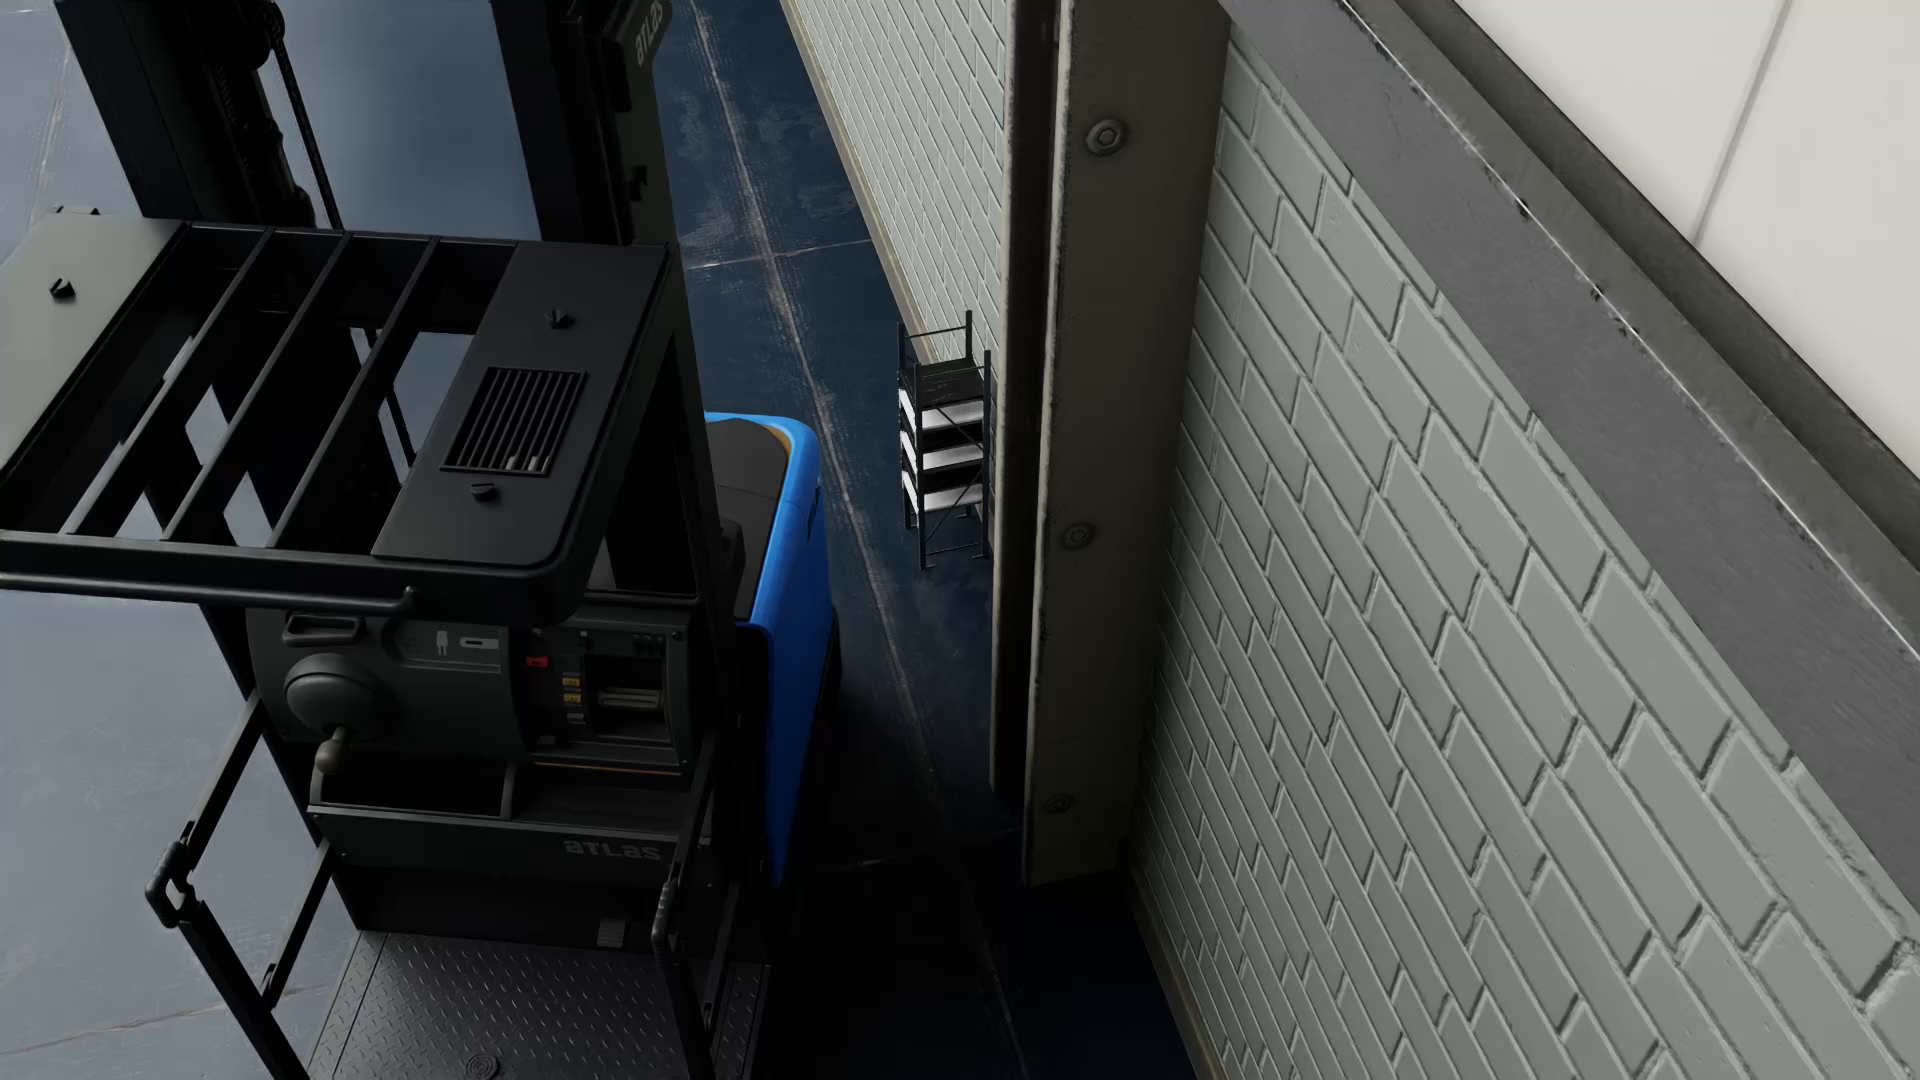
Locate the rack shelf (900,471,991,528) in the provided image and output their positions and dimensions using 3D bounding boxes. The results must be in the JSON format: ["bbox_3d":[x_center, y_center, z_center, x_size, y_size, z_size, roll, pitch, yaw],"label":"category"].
[{"bbox_3d":[-0.049,-0.160,5.576,0.258,0.077,0.200,-12,47,-11],"label":"rack shelf"}]

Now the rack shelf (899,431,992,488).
[{"bbox_3d":[-0.049,-0.286,5.447,0.258,0.077,0.200,-12,47,-11],"label":"rack shelf"}]

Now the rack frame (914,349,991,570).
[{"bbox_3d":[-0.021,-0.240,5.355,0.240,0.900,0.006,-12,47,-11],"label":"rack frame"}]

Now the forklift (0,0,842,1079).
[{"bbox_3d":[-1.031,0.405,3.301,1.130,2.935,3.031,4,46,4],"label":"forklift"}]

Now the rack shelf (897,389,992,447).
[{"bbox_3d":[-0.050,-0.412,5.318,0.258,0.077,0.200,-12,47,-11],"label":"rack shelf"}]

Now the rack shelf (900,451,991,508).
[{"bbox_3d":[-0.049,-0.223,5.511,0.258,0.077,0.200,-12,47,-11],"label":"rack shelf"}]

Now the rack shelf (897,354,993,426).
[{"bbox_3d":[-0.050,-0.475,5.254,0.258,0.077,0.200,-12,47,-11],"label":"rack shelf"}]

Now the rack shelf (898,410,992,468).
[{"bbox_3d":[-0.049,-0.349,5.383,0.258,0.077,0.200,-12,47,-11],"label":"rack shelf"}]

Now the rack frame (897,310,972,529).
[{"bbox_3d":[-0.077,-0.380,5.492,0.240,0.900,0.006,-12,47,-11],"label":"rack frame"}]

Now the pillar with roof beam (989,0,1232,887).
[{"bbox_3d":[-3.875,-1.530,0.949,9.100,9.000,0.400,-11,47,-10],"label":"pillar with roof beam"}]

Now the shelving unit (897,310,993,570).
[{"bbox_3d":[-0.049,-0.310,5.423,0.258,0.900,0.210,-12,47,-11],"label":"shelving unit"}]
